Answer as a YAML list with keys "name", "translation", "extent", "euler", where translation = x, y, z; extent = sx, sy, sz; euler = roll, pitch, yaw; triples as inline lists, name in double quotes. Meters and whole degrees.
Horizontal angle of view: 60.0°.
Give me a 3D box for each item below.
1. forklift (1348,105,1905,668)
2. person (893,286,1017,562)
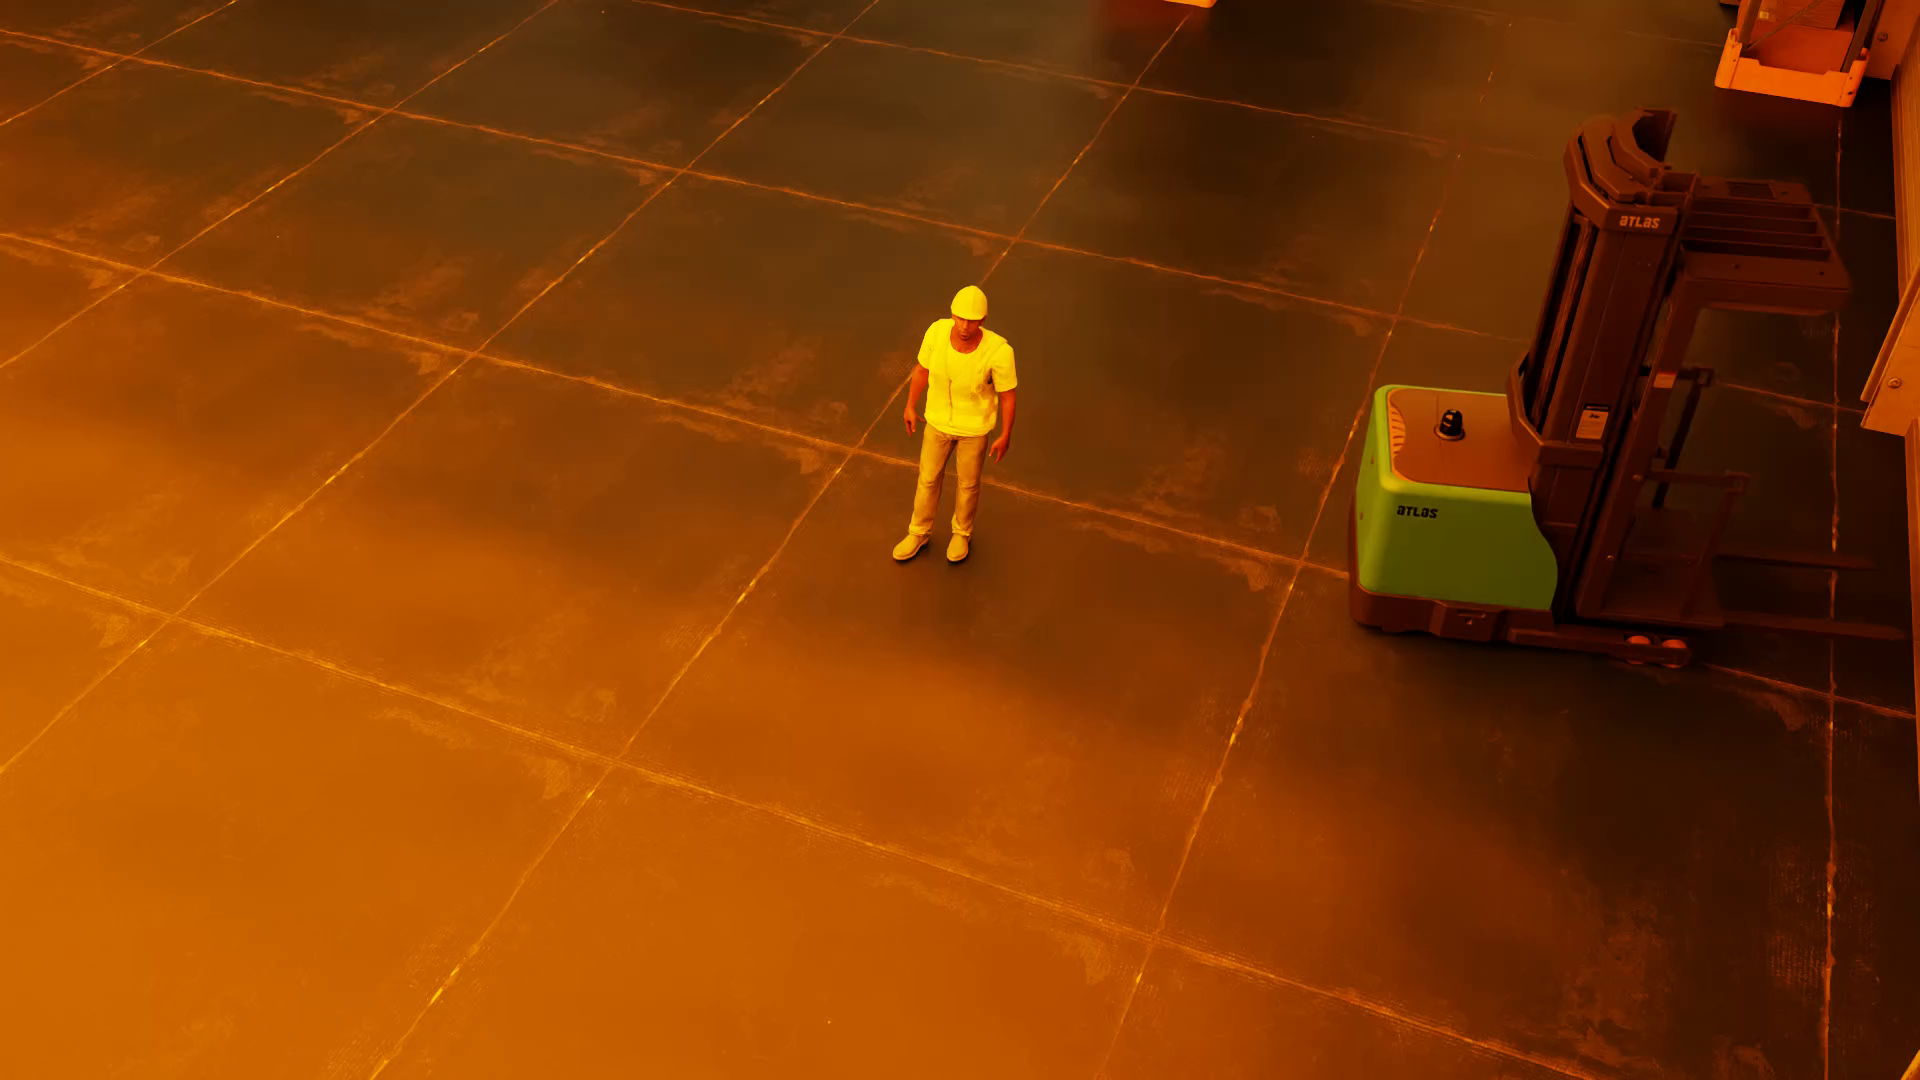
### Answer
- name: "forklift"
  translation: [3.836, -0.767, 8.922]
  extent: [3.031, 2.935, 1.130]
  euler: [6, 40, 7]
- name: "person"
  translation: [-0.031, -0.642, 9.670]
  extent: [0.666, 1.766, 0.575]
  euler: [15, 42, 17]
